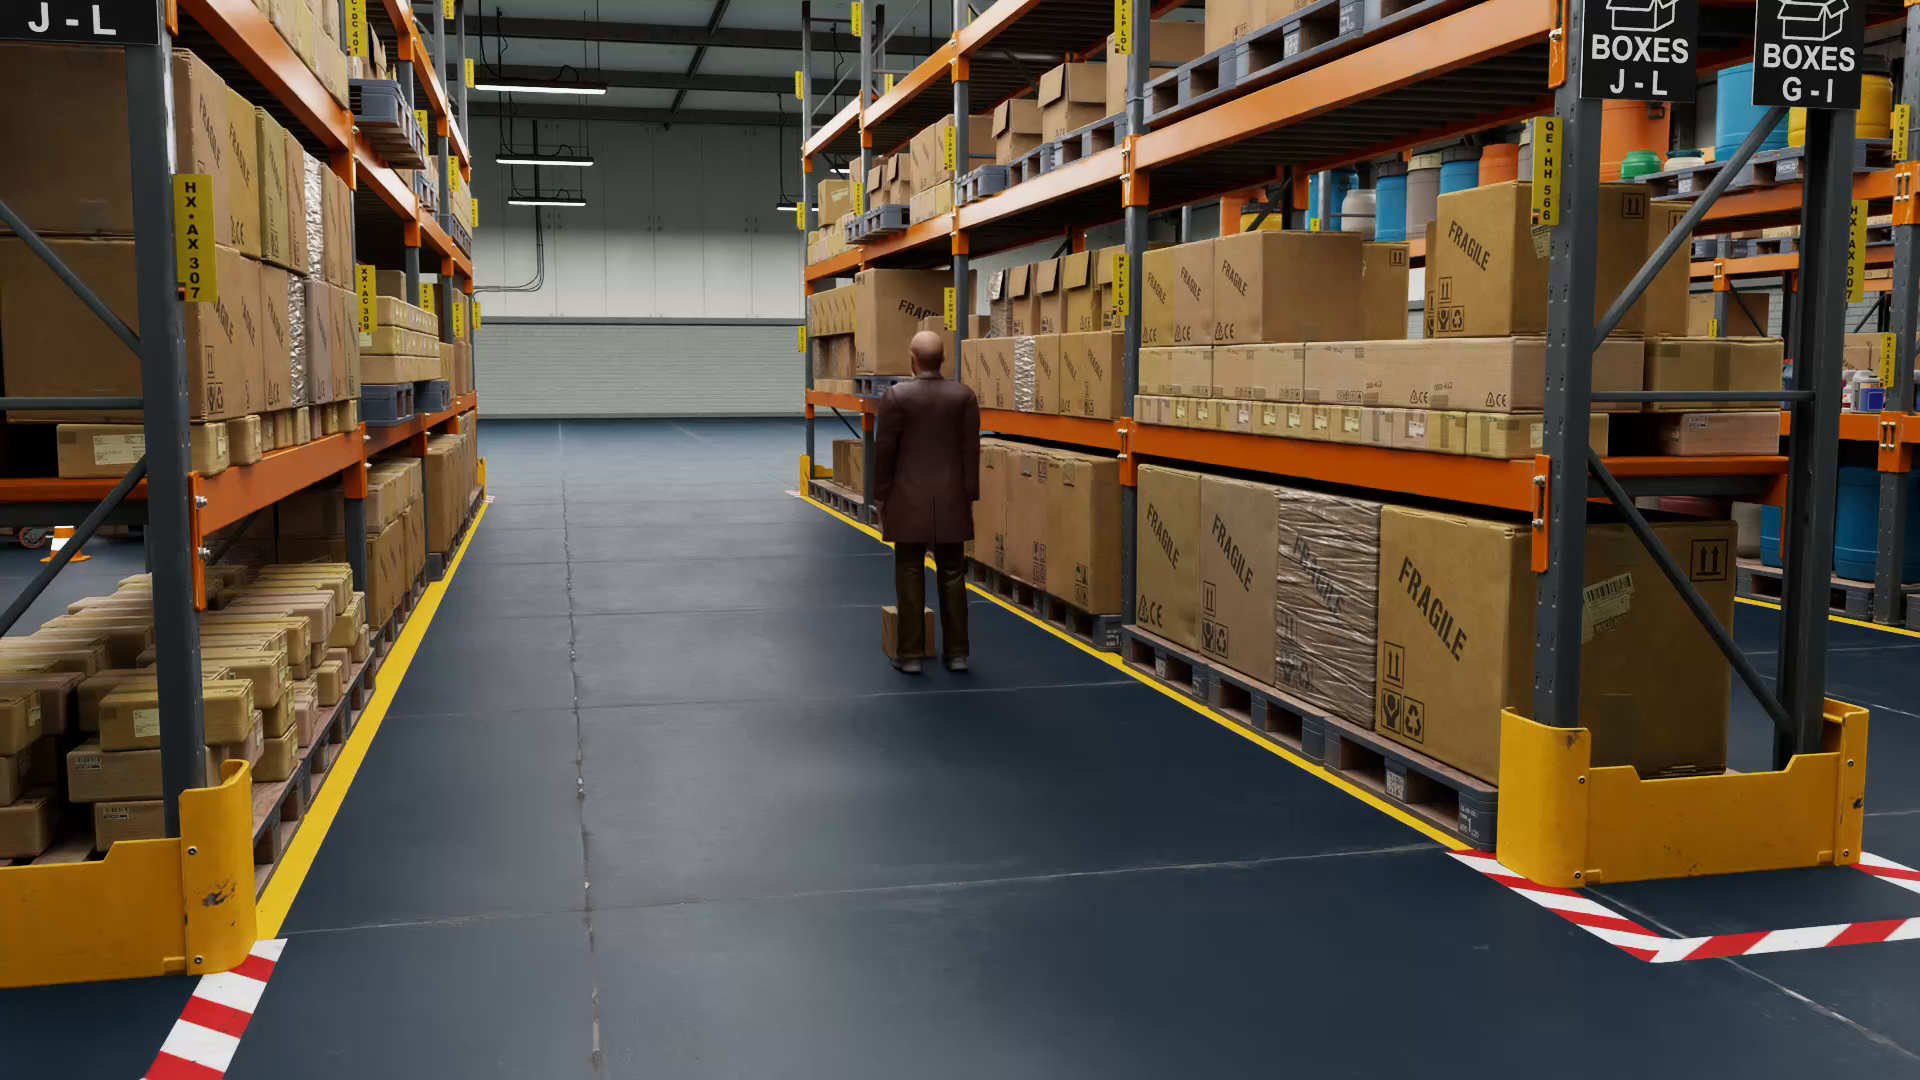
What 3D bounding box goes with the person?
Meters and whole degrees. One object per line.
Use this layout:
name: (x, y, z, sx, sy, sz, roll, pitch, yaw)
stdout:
person: (-0.187, -0.201, 8.764, 0.569, 1.787, 0.389, -1, 6, -12)
